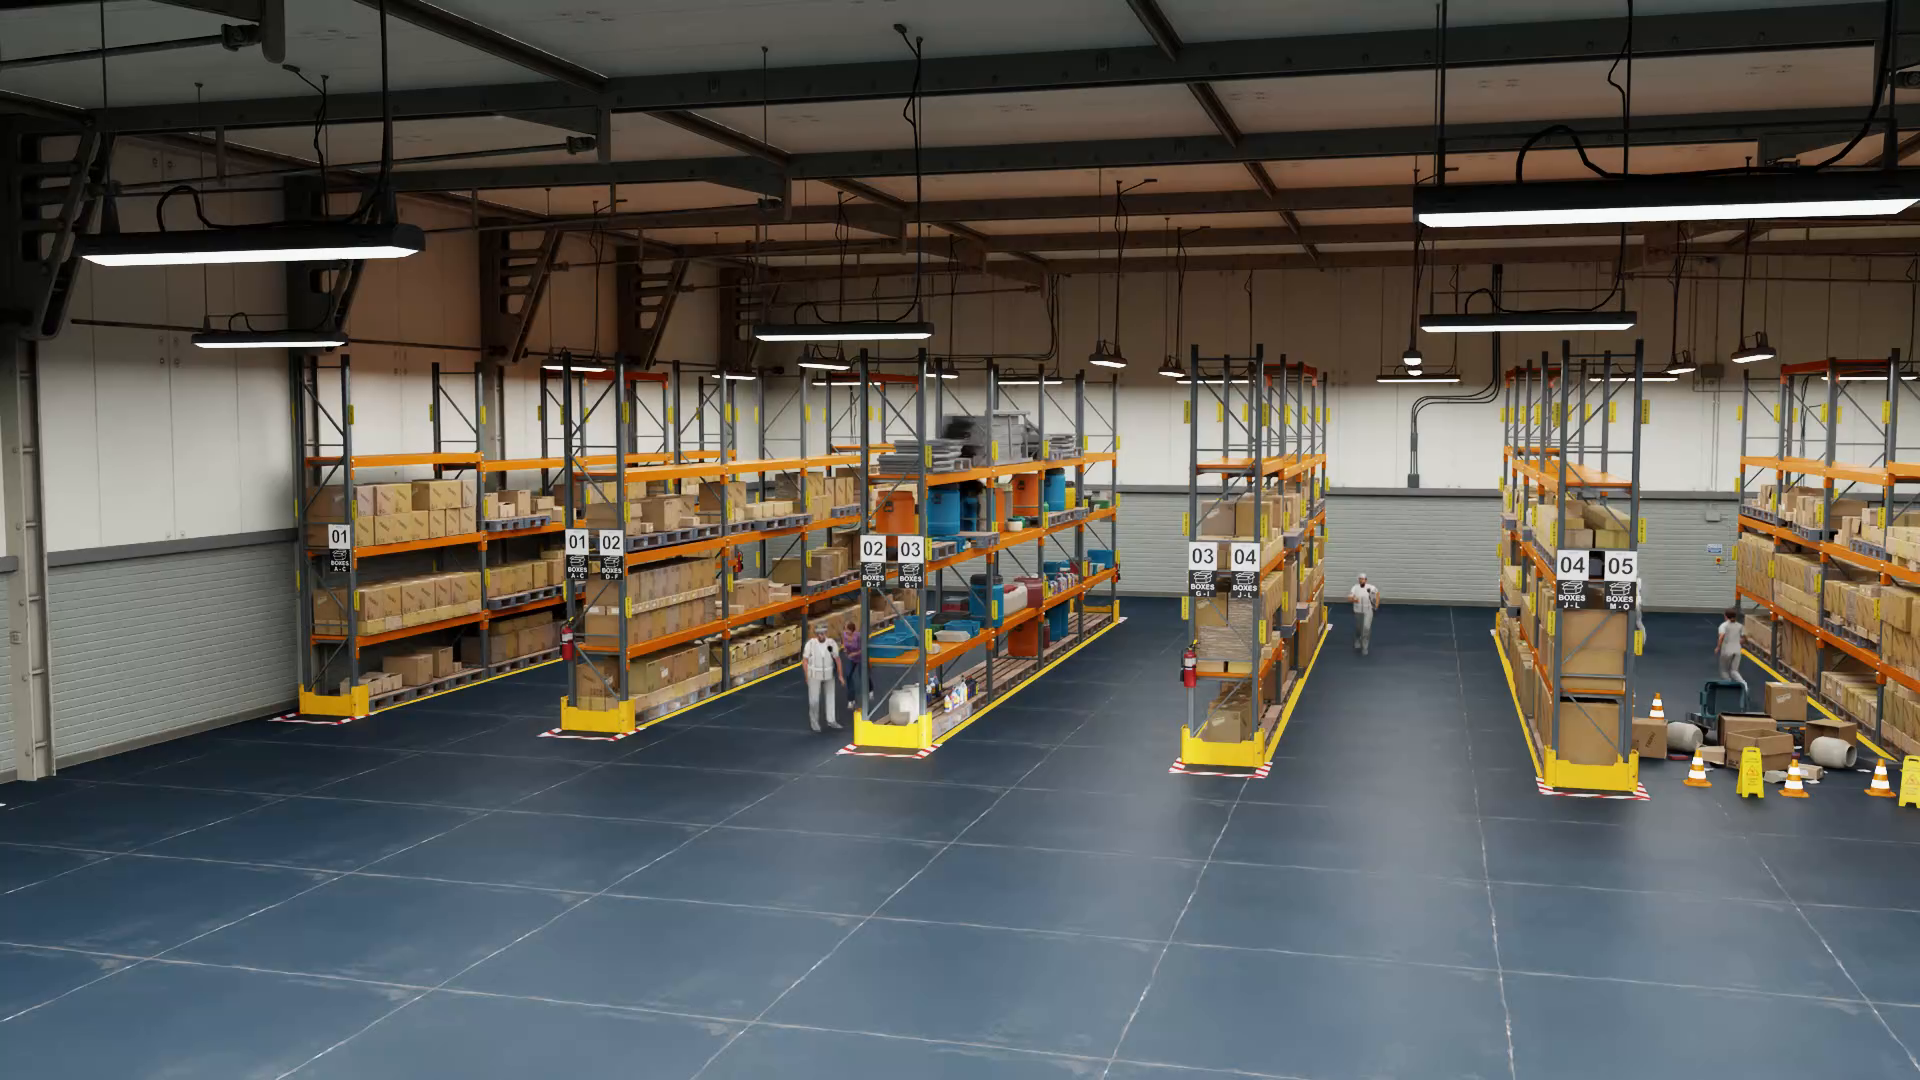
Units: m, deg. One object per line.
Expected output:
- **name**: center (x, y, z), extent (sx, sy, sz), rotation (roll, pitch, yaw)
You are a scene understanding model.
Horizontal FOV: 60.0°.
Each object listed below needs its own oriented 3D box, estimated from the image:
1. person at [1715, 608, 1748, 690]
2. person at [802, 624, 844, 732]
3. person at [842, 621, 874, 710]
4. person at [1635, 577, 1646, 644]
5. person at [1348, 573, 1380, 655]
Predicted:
- **person**: center (13.606, 2.014, 29.249), extent (0.559, 1.617, 0.735), rotation (0, 4, -1)
- **person**: center (-2.180, 2.170, 26.415), extent (0.616, 1.722, 0.601), rotation (-2, 5, -21)
- **person**: center (-1.746, 2.122, 28.642), extent (0.579, 1.544, 0.914), rotation (2, 5, 27)
- **person**: center (14.629, 1.408, 36.273), extent (0.632, 1.725, 0.975), rotation (-1, 4, -11)
- **person**: center (8.525, 1.547, 35.109), extent (0.617, 1.709, 0.901), rotation (2, 5, 21)
